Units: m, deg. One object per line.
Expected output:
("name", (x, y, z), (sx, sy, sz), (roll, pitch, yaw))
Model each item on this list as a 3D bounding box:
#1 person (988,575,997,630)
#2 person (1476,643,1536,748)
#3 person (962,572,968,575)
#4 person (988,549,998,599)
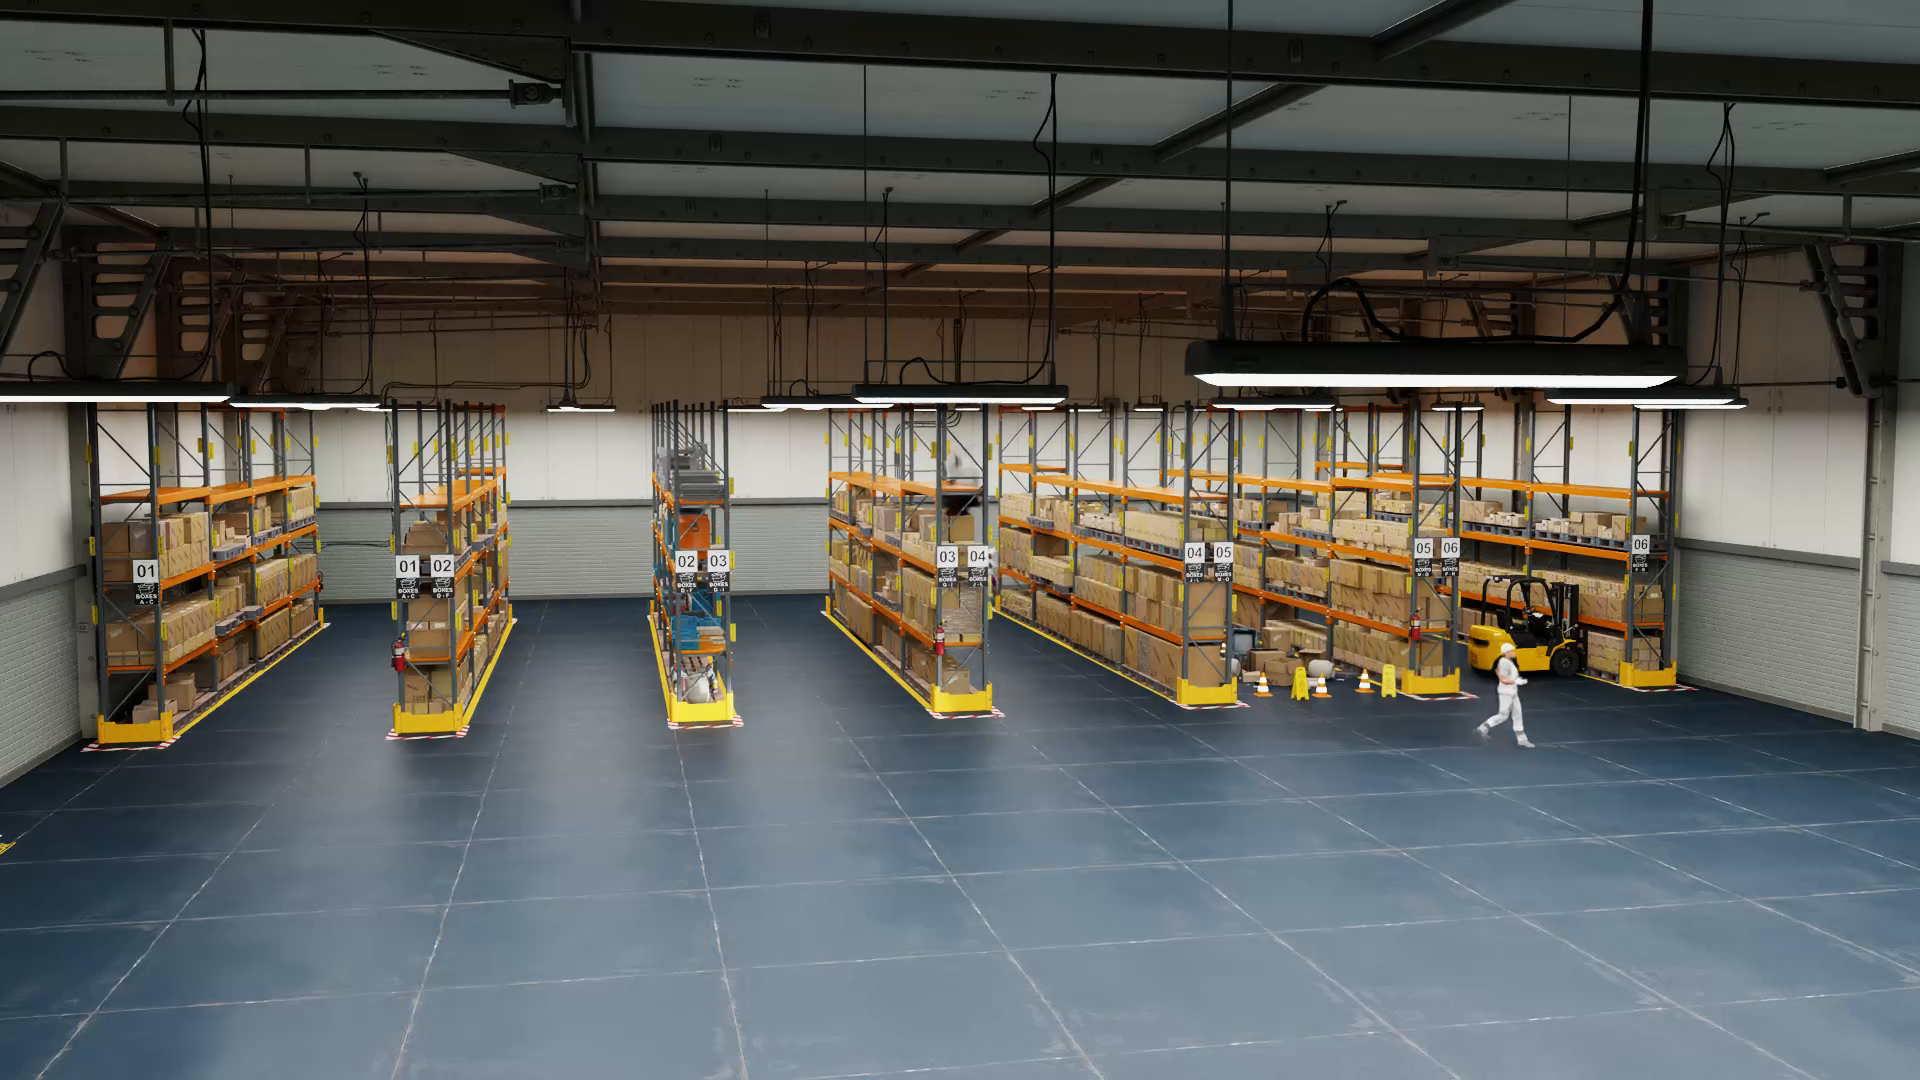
("person", (0.674, 1.531, 44.386), (0.711, 1.737, 0.839), (-1, 4, -9))
("person", (9.394, 2.656, 28.552), (0.987, 1.786, 0.656), (3, 5, 30))
("person", (0.087, 1.369, 47.187), (0.608, 1.589, 0.544), (-1, 4, -7))
("person", (0.748, 1.123, 49.710), (0.820, 1.713, 0.718), (-1, 5, -18))
